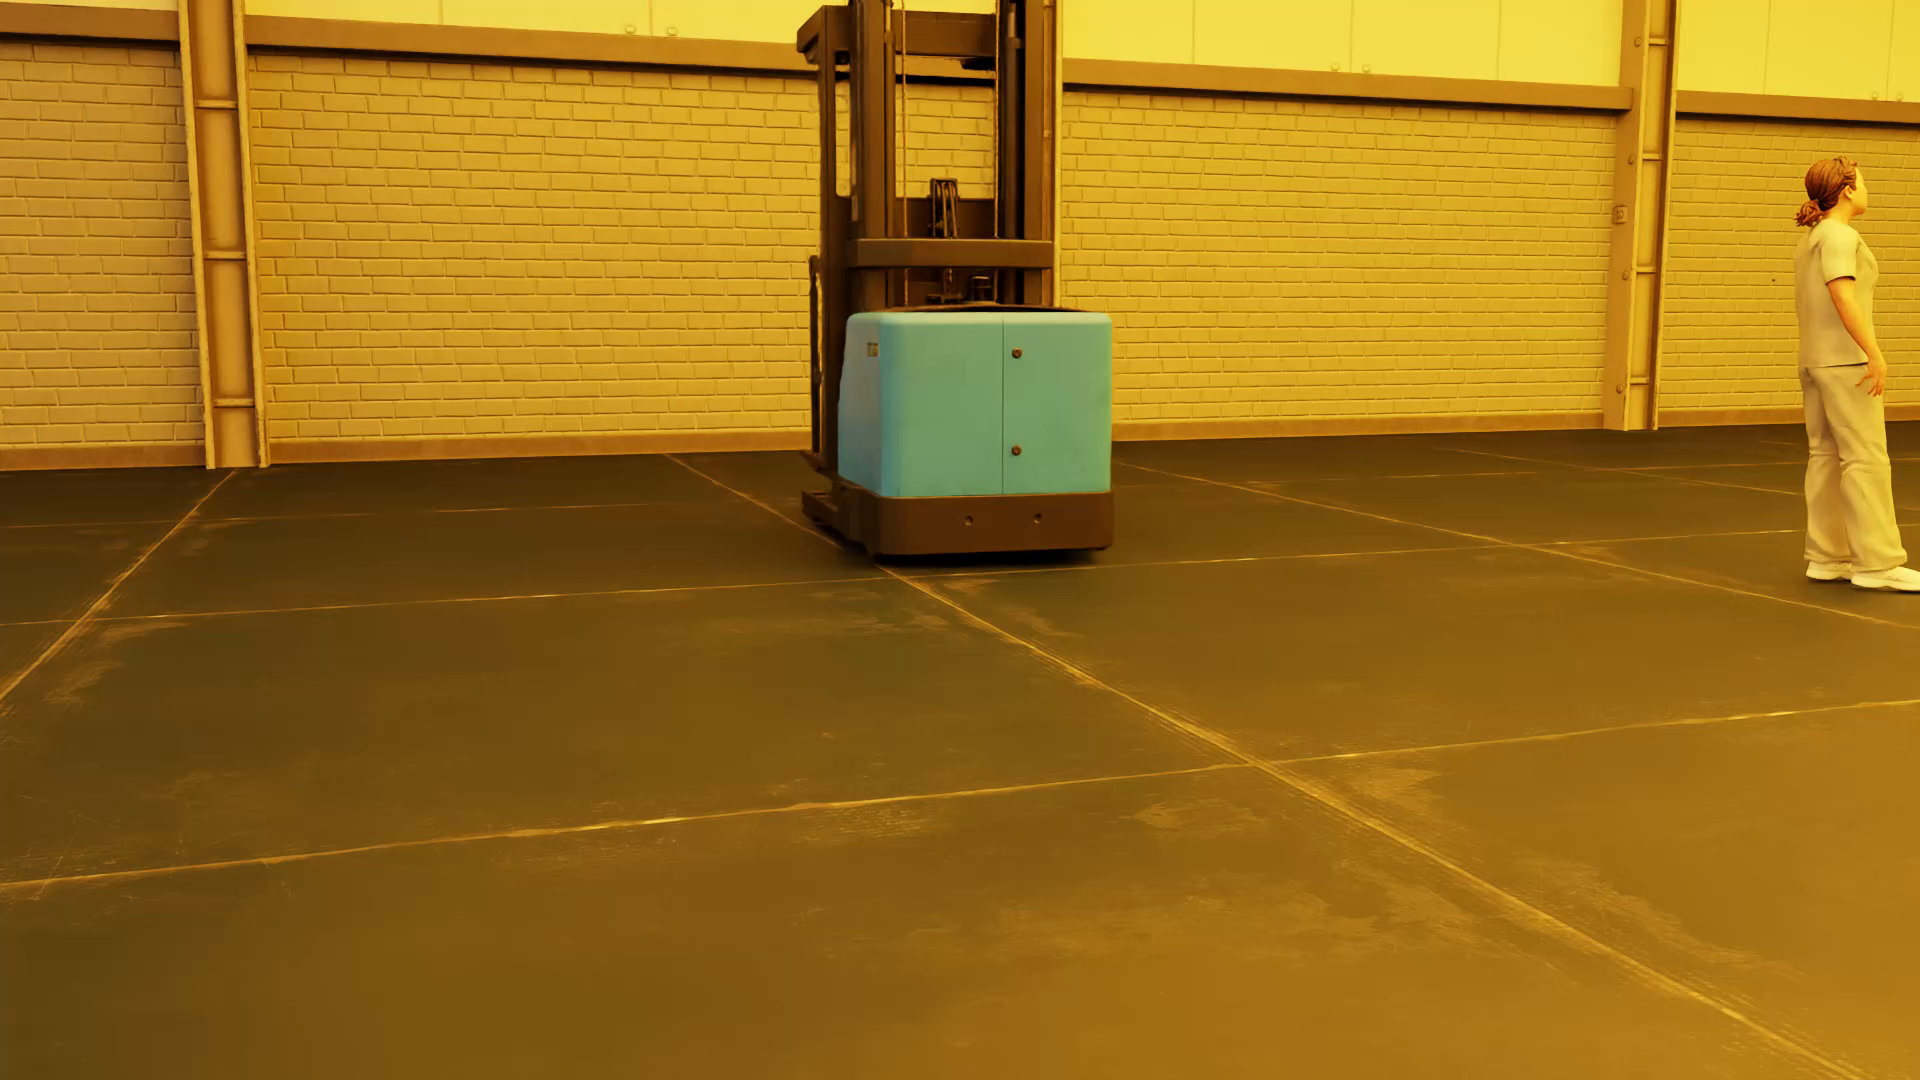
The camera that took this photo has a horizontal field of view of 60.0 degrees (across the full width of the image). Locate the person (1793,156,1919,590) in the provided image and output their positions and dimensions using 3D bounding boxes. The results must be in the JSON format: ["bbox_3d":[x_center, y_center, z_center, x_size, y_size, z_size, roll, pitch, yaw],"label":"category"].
[{"bbox_3d":[3.551,-0.669,6.569,0.548,1.673,0.550,1,8,10],"label":"person"}]

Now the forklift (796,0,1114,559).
[{"bbox_3d":[-0.199,-1.530,8.297,1.130,2.935,3.031,-2,8,-14],"label":"forklift"}]
